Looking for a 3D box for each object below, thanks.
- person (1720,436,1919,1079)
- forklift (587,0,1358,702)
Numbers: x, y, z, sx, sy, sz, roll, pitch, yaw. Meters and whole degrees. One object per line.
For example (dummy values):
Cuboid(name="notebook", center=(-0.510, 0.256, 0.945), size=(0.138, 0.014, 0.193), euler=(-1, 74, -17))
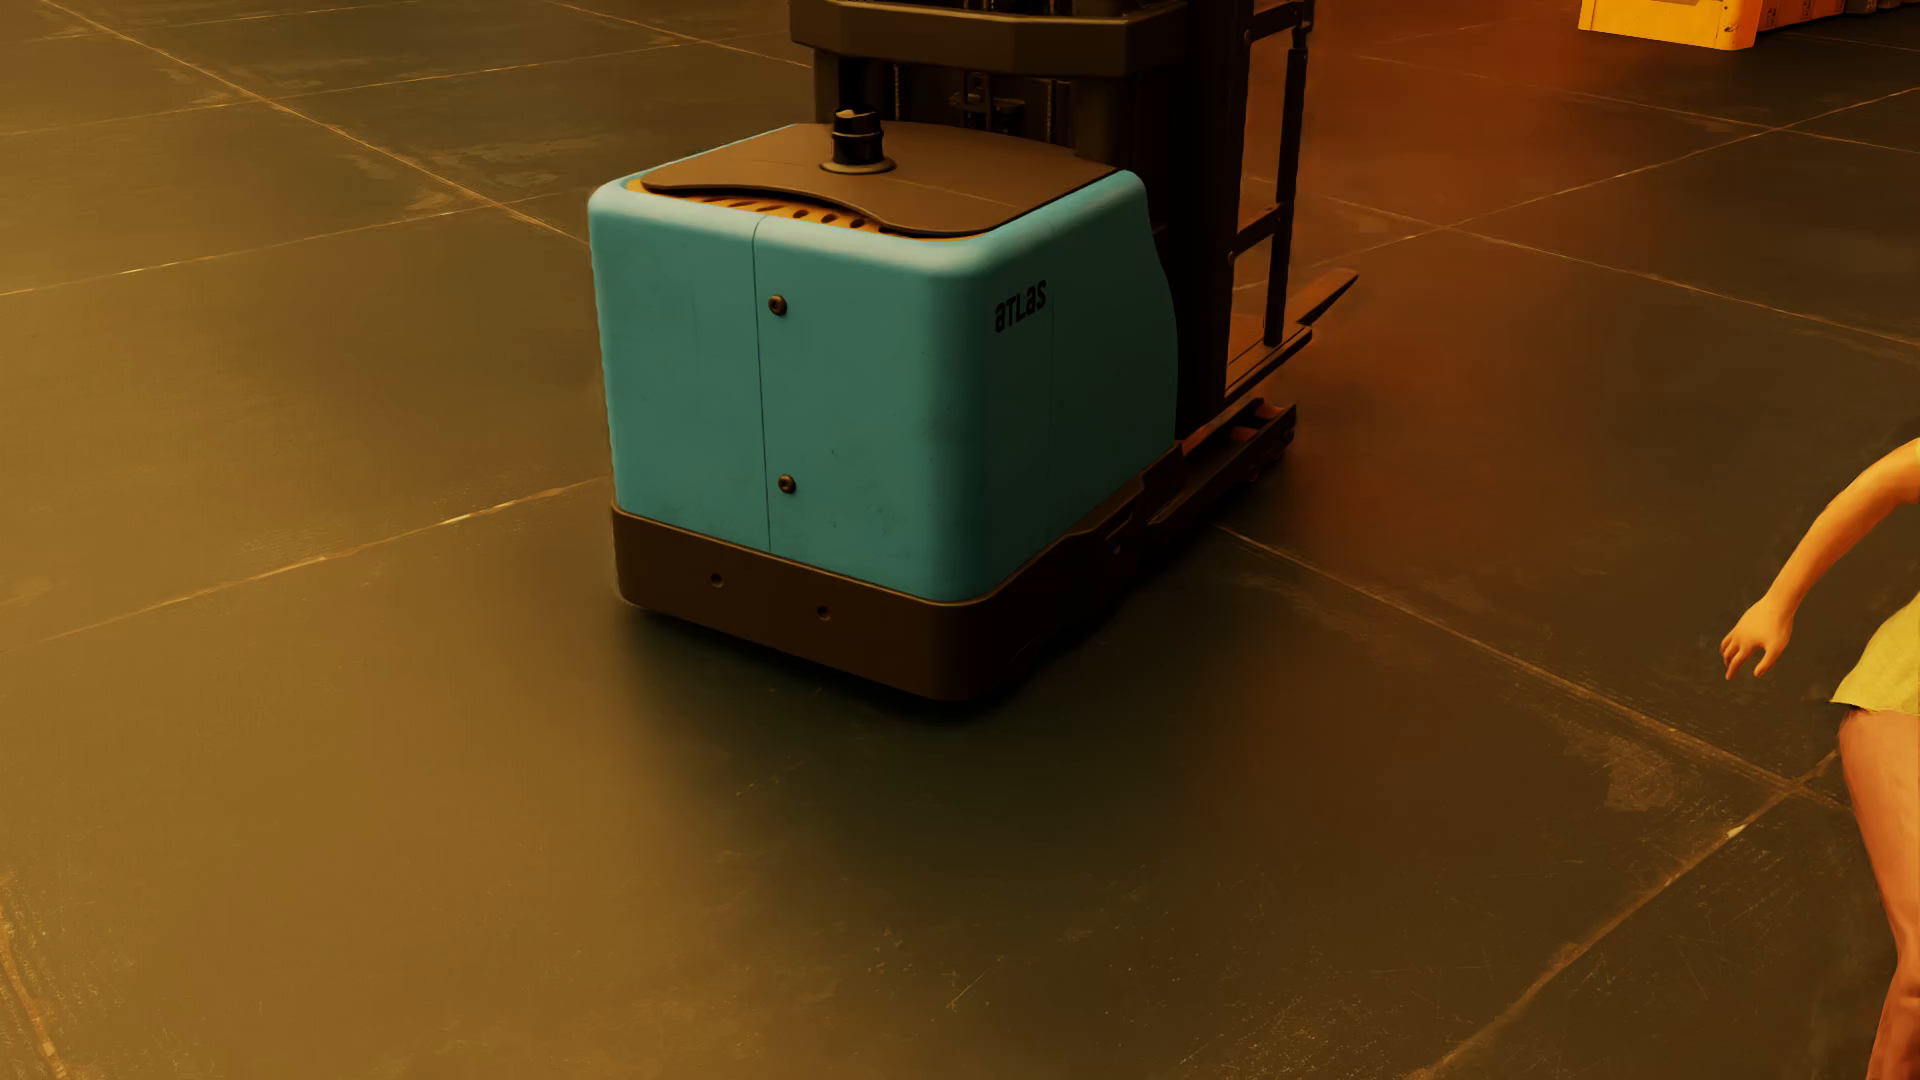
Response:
Cuboid(name="person", center=(1.401, 0.340, 2.206), size=(0.691, 1.463, 0.674), euler=(8, 28, 16))
Cuboid(name="forklift", center=(0.351, -1.574, 4.375), size=(1.130, 2.935, 3.031), euler=(15, 30, 28))
